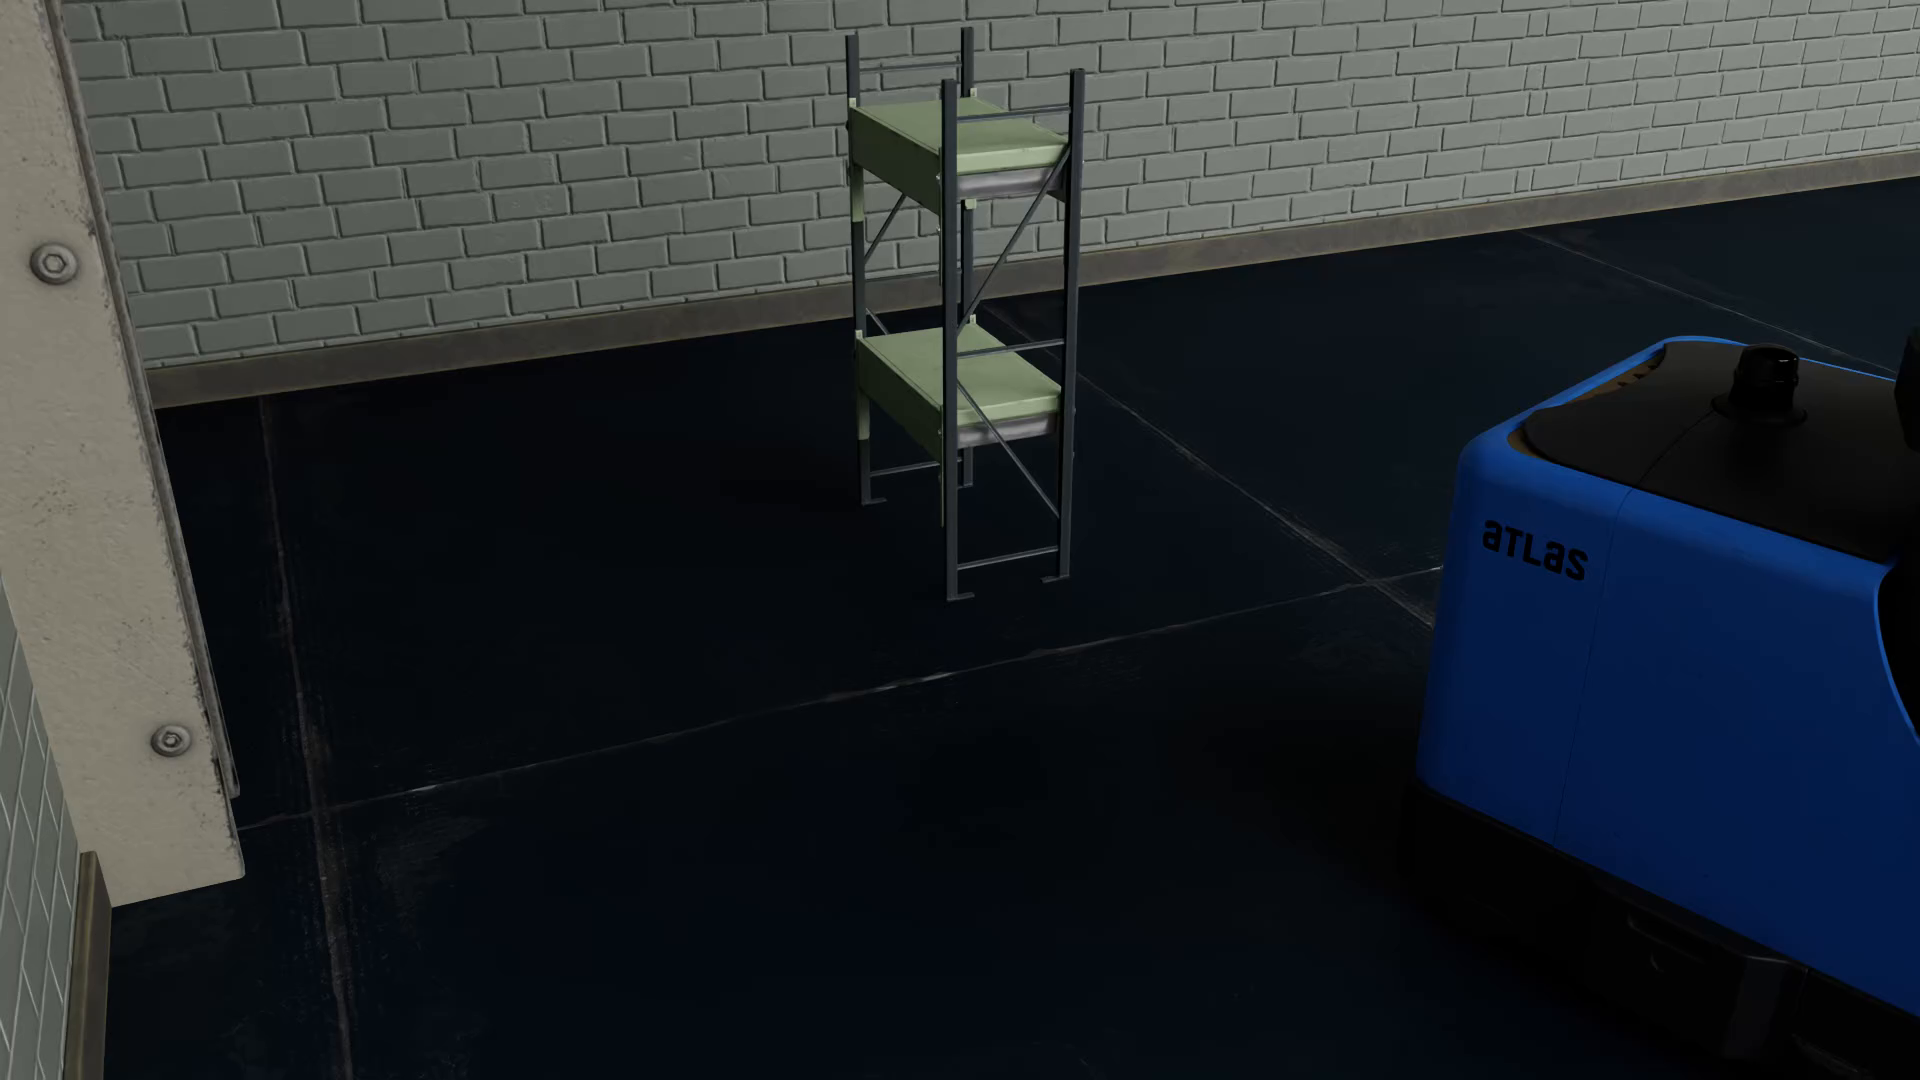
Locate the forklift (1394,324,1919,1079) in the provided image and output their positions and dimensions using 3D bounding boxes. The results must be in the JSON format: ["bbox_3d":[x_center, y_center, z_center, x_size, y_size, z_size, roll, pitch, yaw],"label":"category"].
[{"bbox_3d":[2.339,-0.226,2.373,1.130,2.935,3.031,-23,34,-39],"label":"forklift"}]

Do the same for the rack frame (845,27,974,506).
[{"bbox_3d":[-0.146,-0.824,5.229,0.400,1.500,0.023,-11,28,-21],"label":"rack frame"}]

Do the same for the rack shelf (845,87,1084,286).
[{"bbox_3d":[-0.003,-1.027,4.755,0.431,0.370,0.720,-11,28,-21],"label":"rack shelf"}]

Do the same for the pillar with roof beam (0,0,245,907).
[{"bbox_3d":[2.146,-4.085,3.361,9.100,9.000,0.400,-11,28,-21],"label":"pillar with roof beam"}]

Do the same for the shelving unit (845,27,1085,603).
[{"bbox_3d":[-0.003,-0.677,4.926,0.431,1.500,0.755,-11,28,-21],"label":"shelving unit"}]

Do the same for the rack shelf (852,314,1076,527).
[{"bbox_3d":[-0.003,-0.384,5.069,0.431,0.370,0.720,-11,28,-21],"label":"rack shelf"}]

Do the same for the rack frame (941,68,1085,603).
[{"bbox_3d":[0.141,-0.529,4.624,0.400,1.500,0.023,-11,28,-21],"label":"rack frame"}]
